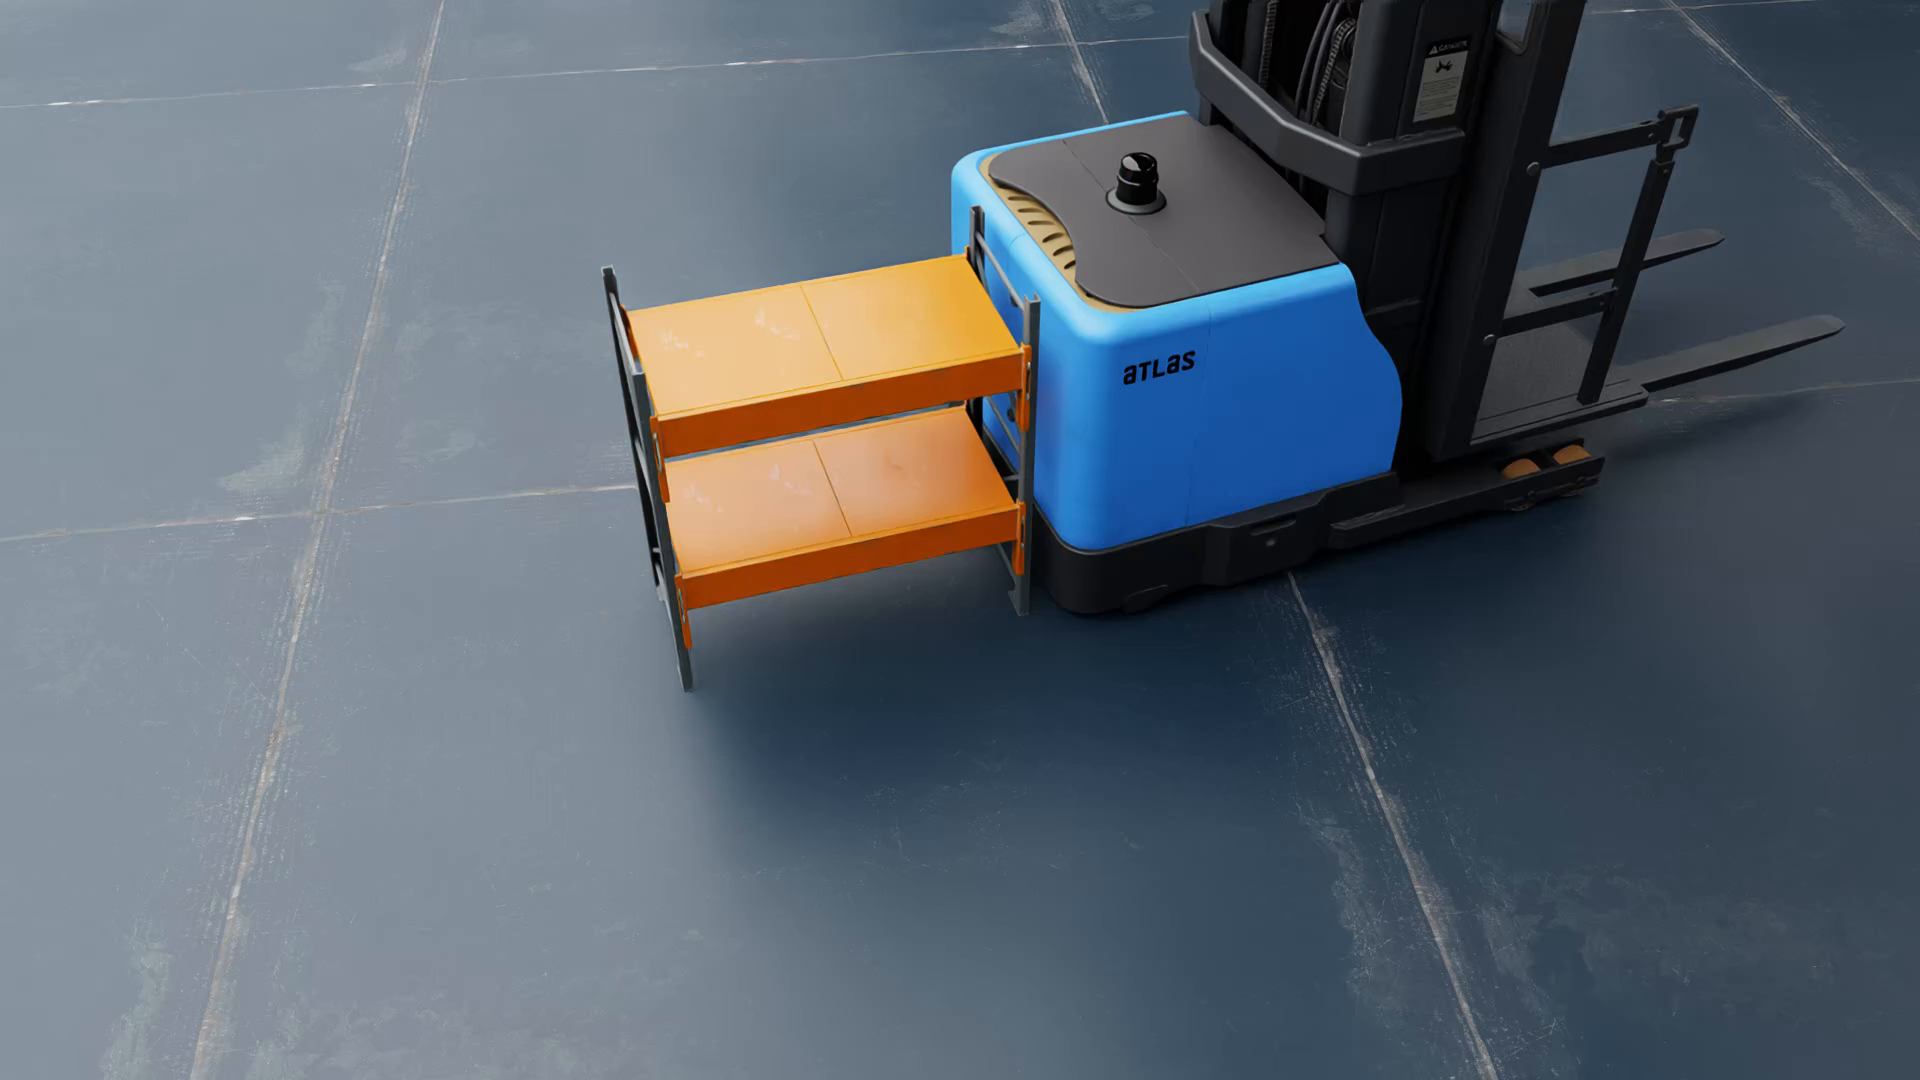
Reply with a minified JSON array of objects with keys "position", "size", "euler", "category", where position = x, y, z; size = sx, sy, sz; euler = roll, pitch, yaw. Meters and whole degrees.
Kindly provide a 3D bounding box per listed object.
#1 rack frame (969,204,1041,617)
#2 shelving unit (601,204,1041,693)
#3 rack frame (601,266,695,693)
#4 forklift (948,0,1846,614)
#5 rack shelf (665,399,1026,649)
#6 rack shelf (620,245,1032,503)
[{"position":[0.116,-0.349,4.797],"size":[0.032,1.125,0.500],"euler":[-12,43,-13],"category":"rack frame"},{"position":[-0.368,-0.245,4.682],"size":[1.048,1.125,0.538],"euler":[-12,43,-13],"category":"shelving unit"},{"position":[-0.852,-0.142,4.567],"size":[0.032,1.125,0.500],"euler":[-12,43,-13],"category":"rack frame"},{"position":[1.530,-1.496,4.721],"size":[3.031,2.935,1.130],"euler":[-15,44,-16],"category":"forklift"},{"position":[-0.368,-0.064,4.846],"size":[1.000,0.278,0.538],"euler":[-12,43,-13],"category":"rack shelf"},{"position":[-0.368,-0.463,4.486],"size":[1.000,0.278,0.538],"euler":[-12,43,-13],"category":"rack shelf"}]
